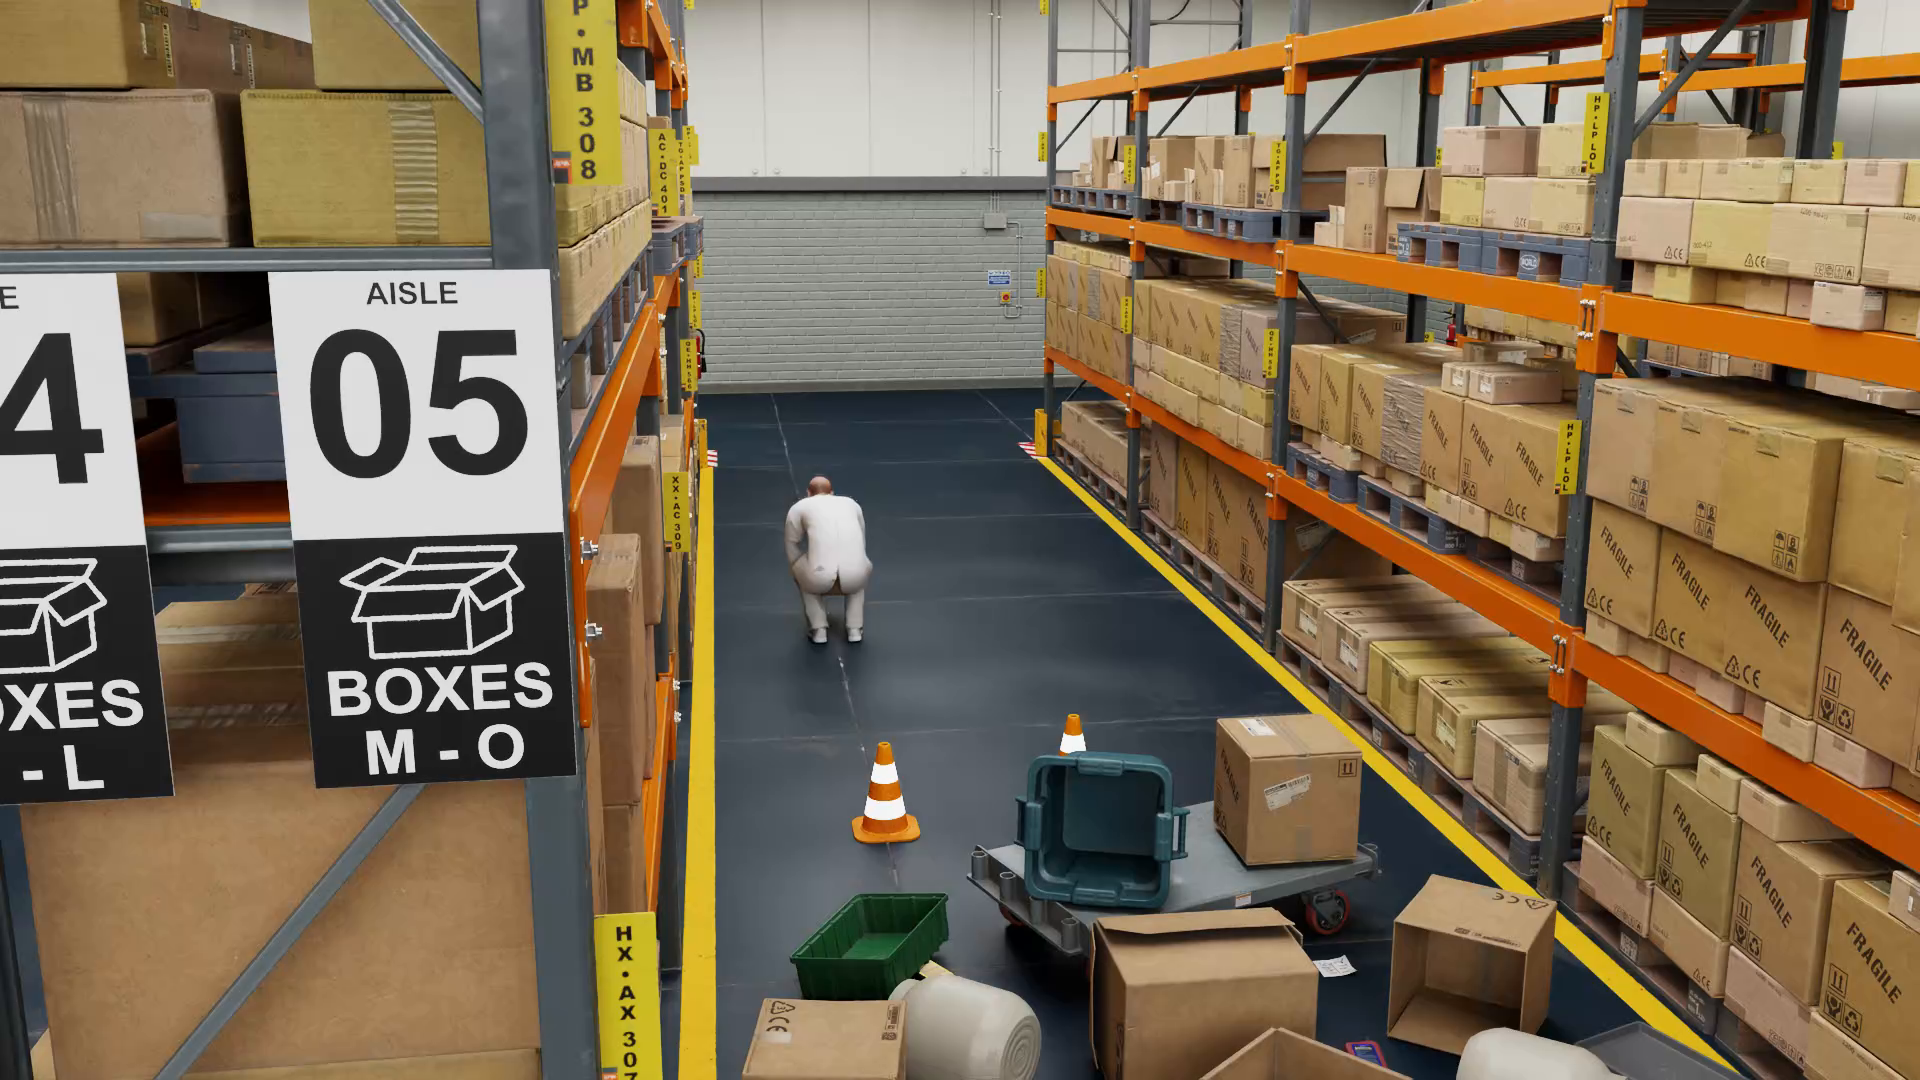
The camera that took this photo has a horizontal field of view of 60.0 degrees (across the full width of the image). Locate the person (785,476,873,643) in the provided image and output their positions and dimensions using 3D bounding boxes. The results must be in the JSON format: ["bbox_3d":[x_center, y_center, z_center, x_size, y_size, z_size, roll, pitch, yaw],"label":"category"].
[{"bbox_3d":[-0.938,0.139,11.925,0.615,1.101,0.876,-2,13,-8],"label":"person"}]
